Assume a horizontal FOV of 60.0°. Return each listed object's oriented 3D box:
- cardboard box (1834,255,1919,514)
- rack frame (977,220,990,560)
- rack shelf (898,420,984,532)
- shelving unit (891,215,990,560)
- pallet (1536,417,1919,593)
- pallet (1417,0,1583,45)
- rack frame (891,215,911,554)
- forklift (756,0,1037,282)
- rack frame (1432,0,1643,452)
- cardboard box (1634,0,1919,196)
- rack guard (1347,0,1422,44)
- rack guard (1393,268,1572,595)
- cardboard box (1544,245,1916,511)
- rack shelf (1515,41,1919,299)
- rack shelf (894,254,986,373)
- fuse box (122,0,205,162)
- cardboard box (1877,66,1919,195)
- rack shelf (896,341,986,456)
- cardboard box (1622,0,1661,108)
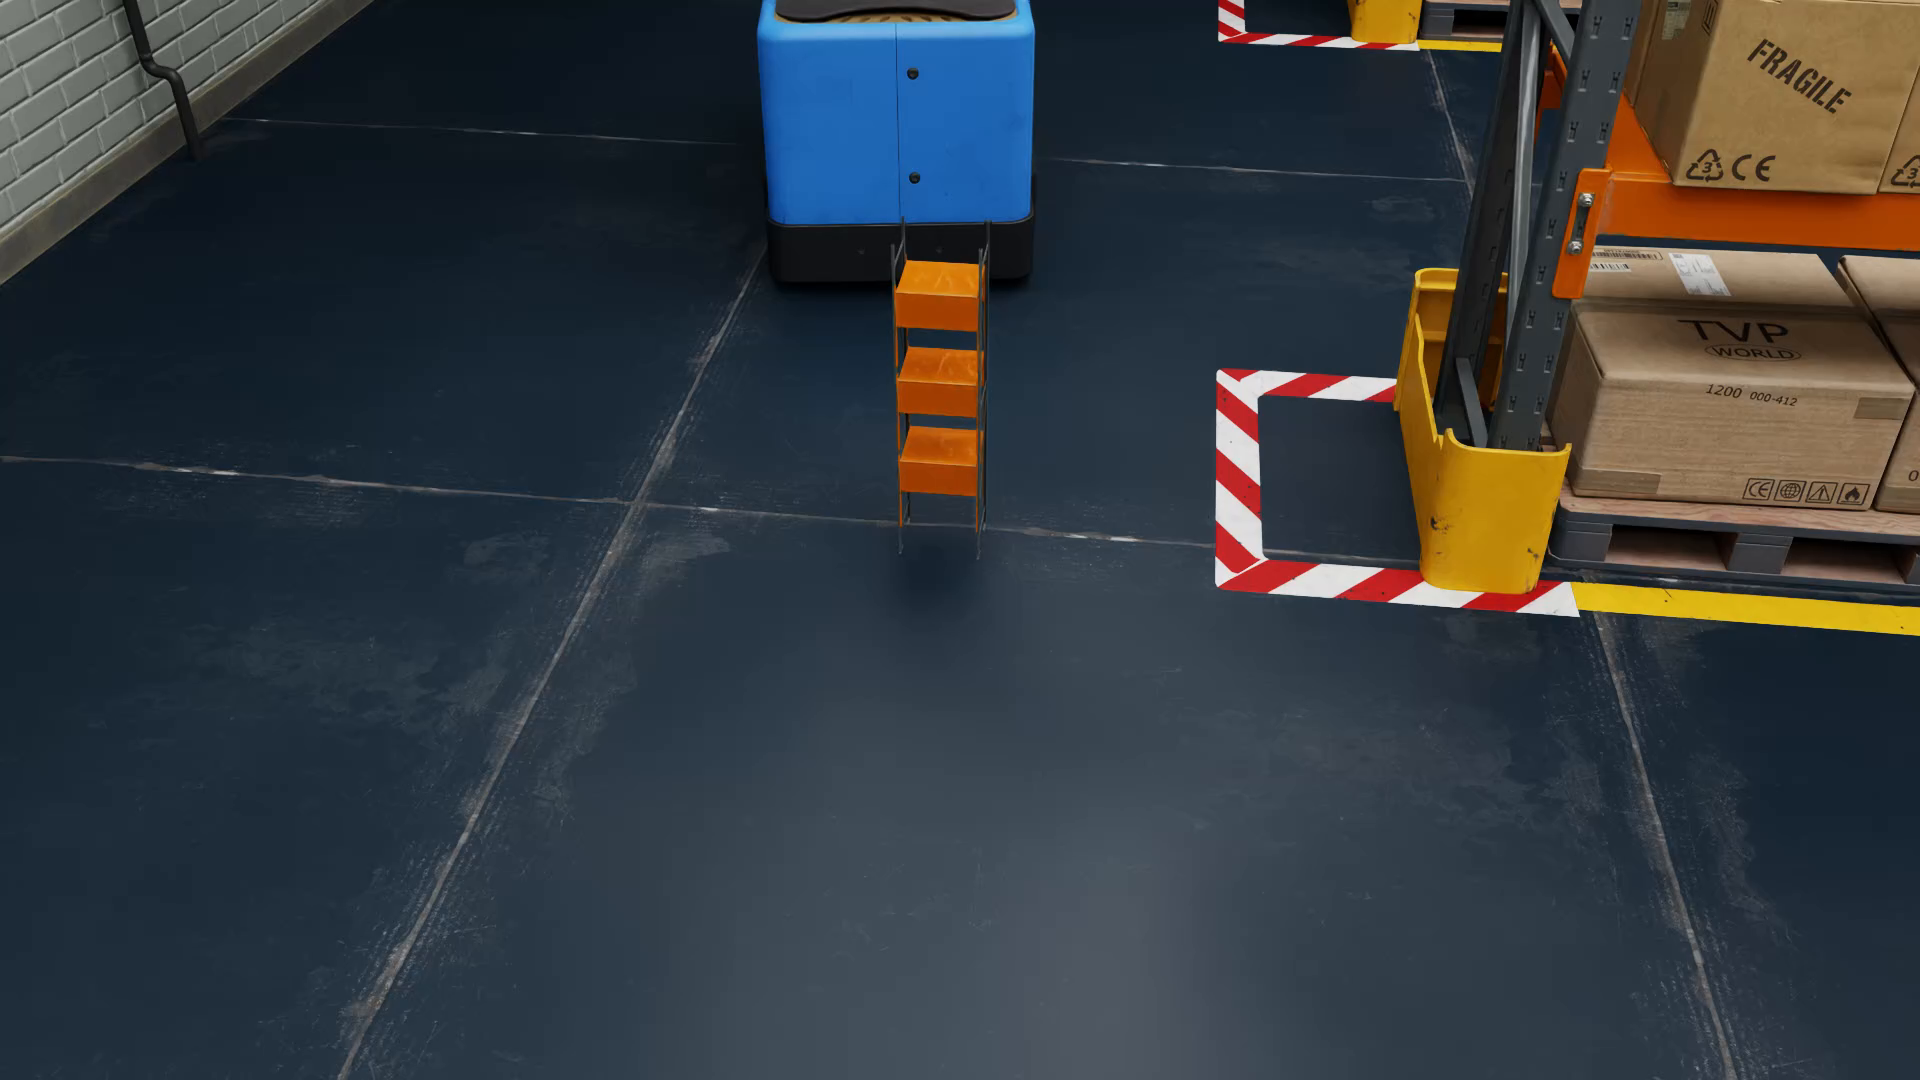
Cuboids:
[{"bbox_3d":[3.251,-0.473,5.174,0.875,0.438,0.875,5,36,7],"label":"cardboard box"},{"bbox_3d":[0.068,-0.422,4.938,0.008,1.050,0.200,4,36,6],"label":"rack frame"},{"bbox_3d":[-0.053,-0.196,5.118,0.240,0.259,0.215,4,36,6],"label":"rack shelf"},{"bbox_3d":[-0.053,-0.431,4.951,0.252,1.050,0.215,4,36,6],"label":"shelving unit"},{"bbox_3d":[2.478,-0.250,5.418,1.213,0.211,1.003,4,36,6],"label":"pallet"},{"bbox_3d":[3.170,-3.060,9.356,1.213,0.211,1.003,4,36,6],"label":"pallet"},{"bbox_3d":[-0.174,-0.440,4.963,0.008,1.050,0.200,4,36,6],"label":"rack frame"},{"bbox_3d":[-0.283,-3.036,6.980,1.130,2.935,3.031,-1,36,-2],"label":"forklift"},{"bbox_3d":[1.675,-1.399,4.628,0.127,3.000,1.000,4,36,6],"label":"rack frame"},{"bbox_3d":[2.115,-1.238,4.317,0.500,0.500,0.500,4,36,6],"label":"cardboard box"},{"bbox_3d":[2.379,-3.236,9.354,0.348,0.500,1.175,4,36,6],"label":"rack guard"},{"bbox_3d":[1.651,-0.383,5.356,0.348,0.500,1.175,4,36,6],"label":"rack guard"},{"bbox_3d":[2.343,-0.535,5.262,0.875,0.438,0.875,3,36,4],"label":"cardboard box"},{"bbox_3d":[3.659,-0.958,4.629,4.000,0.370,1.077,4,36,6],"label":"rack shelf"},{"bbox_3d":[-0.053,-0.654,4.792,0.240,0.259,0.215,4,36,6],"label":"rack shelf"},{"bbox_3d":[-3.508,-2.478,7.248,0.414,1.711,0.539,4,36,6],"label":"fuse box"},{"bbox_3d":[2.620,-1.217,4.287,0.500,0.500,0.500,4,36,5],"label":"cardboard box"},{"bbox_3d":[-0.053,-0.423,4.957,0.240,0.259,0.215,4,36,6],"label":"rack shelf"},{"bbox_3d":[2.187,-1.556,4.762,0.500,0.500,0.500,4,36,6],"label":"cardboard box"}]
